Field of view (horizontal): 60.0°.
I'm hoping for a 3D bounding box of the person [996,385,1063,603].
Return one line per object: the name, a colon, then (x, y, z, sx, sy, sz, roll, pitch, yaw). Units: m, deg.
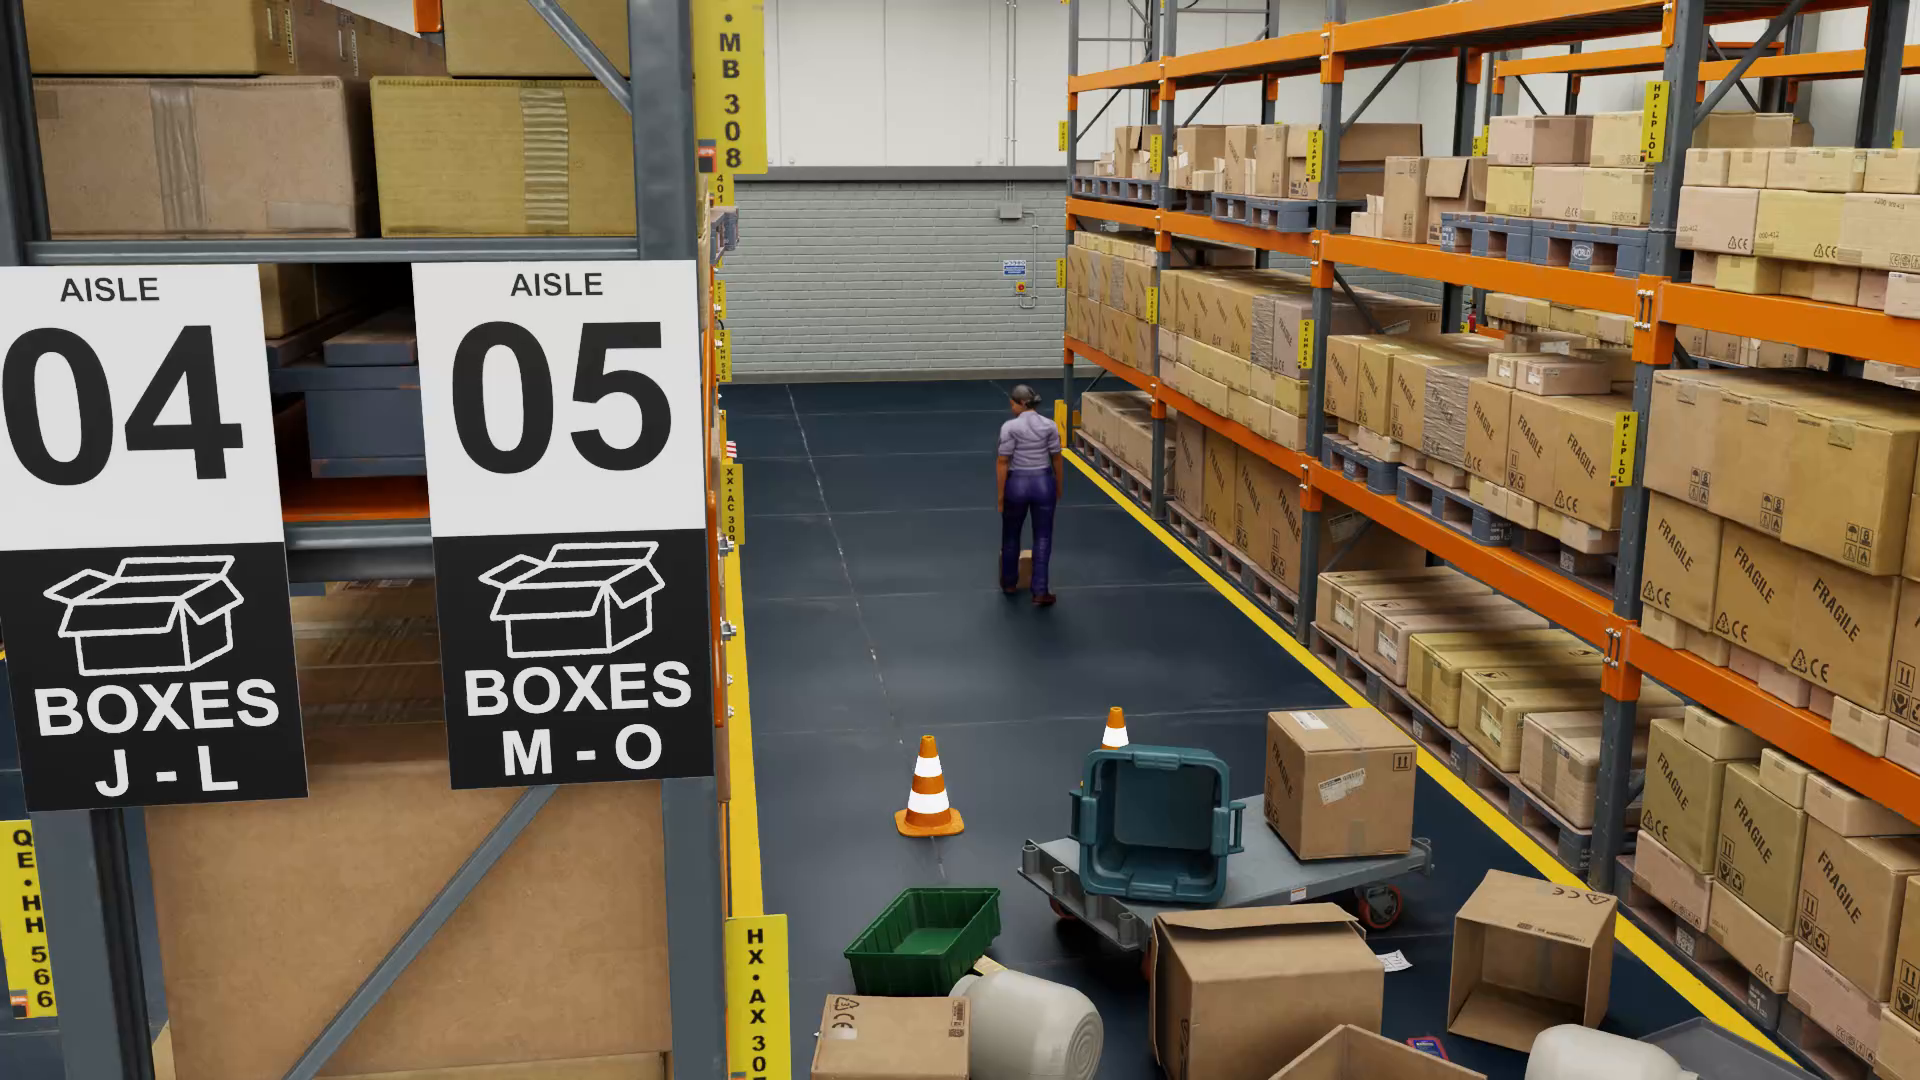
person: (0.522, -0.365, 12.511, 0.513, 1.625, 0.746, 0, 13, -1)
